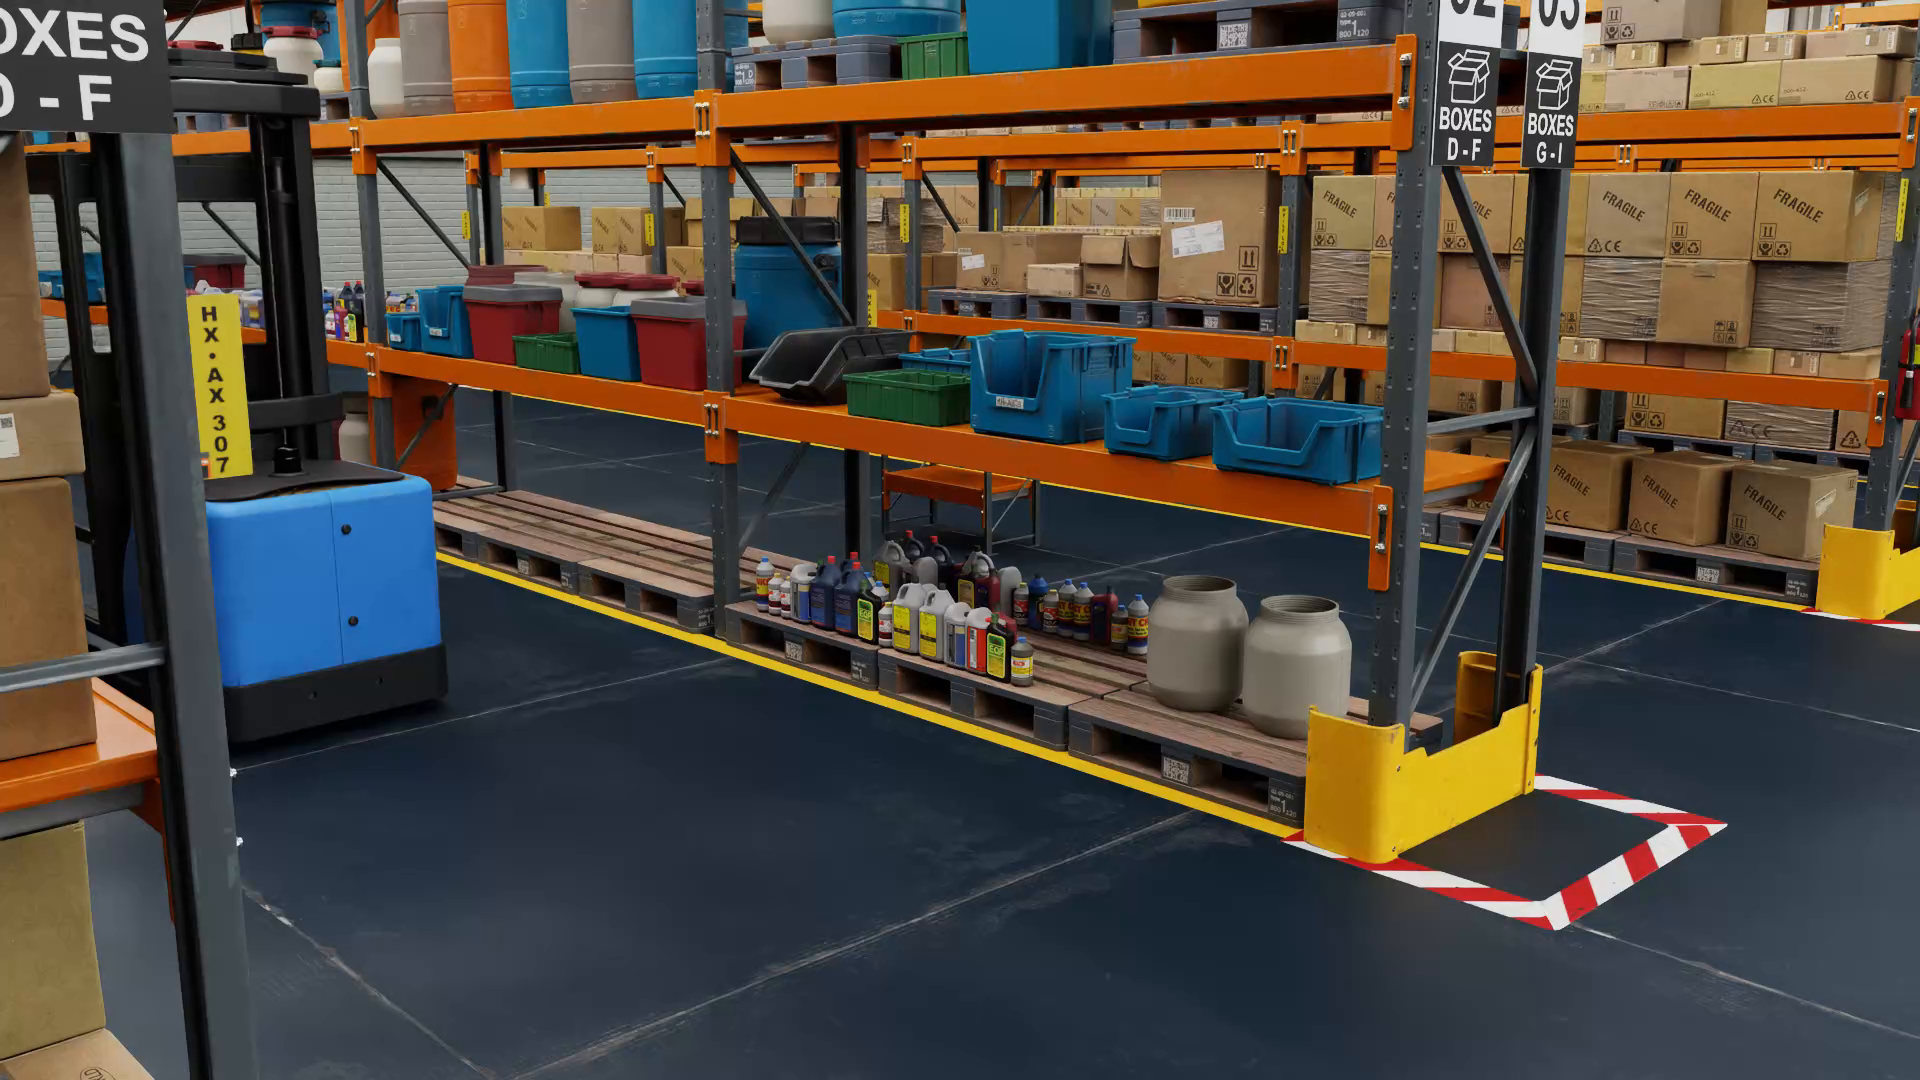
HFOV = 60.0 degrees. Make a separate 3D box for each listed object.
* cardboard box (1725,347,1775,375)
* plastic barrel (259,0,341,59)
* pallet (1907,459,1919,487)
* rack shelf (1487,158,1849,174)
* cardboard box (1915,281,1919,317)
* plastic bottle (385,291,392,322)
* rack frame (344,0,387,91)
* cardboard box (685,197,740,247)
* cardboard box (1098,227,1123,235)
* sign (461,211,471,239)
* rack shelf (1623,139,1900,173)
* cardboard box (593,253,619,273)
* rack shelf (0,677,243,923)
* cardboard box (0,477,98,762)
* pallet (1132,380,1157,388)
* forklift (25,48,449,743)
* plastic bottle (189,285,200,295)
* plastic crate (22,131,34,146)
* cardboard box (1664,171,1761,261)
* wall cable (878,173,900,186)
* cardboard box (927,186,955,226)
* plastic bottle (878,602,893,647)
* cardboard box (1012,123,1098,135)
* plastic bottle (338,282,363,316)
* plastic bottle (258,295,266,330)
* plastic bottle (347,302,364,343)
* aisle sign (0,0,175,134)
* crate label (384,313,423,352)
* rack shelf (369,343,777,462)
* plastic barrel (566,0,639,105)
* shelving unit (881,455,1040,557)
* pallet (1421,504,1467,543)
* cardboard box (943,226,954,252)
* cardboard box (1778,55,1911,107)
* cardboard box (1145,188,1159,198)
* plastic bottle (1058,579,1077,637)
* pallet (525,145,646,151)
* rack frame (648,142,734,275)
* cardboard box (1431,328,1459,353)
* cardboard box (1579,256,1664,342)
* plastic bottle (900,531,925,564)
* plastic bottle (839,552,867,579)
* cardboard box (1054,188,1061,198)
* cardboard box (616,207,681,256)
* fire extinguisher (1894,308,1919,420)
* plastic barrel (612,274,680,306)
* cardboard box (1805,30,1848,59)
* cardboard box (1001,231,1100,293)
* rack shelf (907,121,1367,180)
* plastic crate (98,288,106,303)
[{"bbox_3d":[4.711,-1.069,9.787,0.380,0.149,0.250,-11,16,-43],"label":"cardboard box"},{"bbox_3d":[-5.141,-3.867,13.029,0.600,0.901,0.708,-11,16,-43],"label":"plastic barrel"},{"bbox_3d":[8.488,-0.529,13.458,1.003,0.211,1.213,-11,16,-43],"label":"pallet"},{"bbox_3d":[8.463,-4.486,20.103,1.077,0.370,4.000,-11,16,-43],"label":"rack shelf"},{"bbox_3d":[8.116,-2.087,13.737,0.875,0.550,0.550,-11,16,-43],"label":"cardboard box"},{"bbox_3d":[-4.498,-1.816,13.083,0.061,0.283,0.133,-11,16,-43],"label":"plastic bottle"},{"bbox_3d":[-3.668,-4.529,11.092,1.000,3.000,0.127,-11,16,-43],"label":"rack frame"},{"bbox_3d":[-2.401,-3.313,17.322,0.637,0.503,0.797,11,16,44],"label":"cardboard box"},{"bbox_3d":[1.831,-3.566,19.393,0.380,0.149,0.250,-10,15,-41],"label":"cardboard box"},{"bbox_3d":[-6.016,-3.834,20.248,0.100,0.325,0.005,-11,16,-43],"label":"sign"},{"bbox_3d":[7.715,-3.198,13.850,1.077,0.370,4.000,-11,16,-43],"label":"rack shelf"},{"bbox_3d":[-3.702,-3.040,18.366,0.500,0.250,0.500,-10,15,-41],"label":"cardboard box"},{"bbox_3d":[-3.109,0.327,4.172,1.077,0.370,4.000,-11,16,-43],"label":"rack shelf"},{"bbox_3d":[-2.041,0.148,3.012,0.700,0.500,0.500,-11,16,-43],"label":"cardboard box"},{"bbox_3d":[2.195,-1.883,20.030,1.003,0.211,1.213,-11,16,-43],"label":"pallet"},{"bbox_3d":[-3.764,-0.796,8.010,3.031,2.935,1.130,11,16,43],"label":"forklift"},{"bbox_3d":[-6.393,-1.985,13.899,0.061,0.283,0.133,-11,16,-43],"label":"plastic bottle"},{"bbox_3d":[-9.128,-4.068,16.613,0.497,0.269,0.590,-11,16,-43],"label":"plastic crate"},{"bbox_3d":[4.531,-1.915,9.812,0.500,0.500,0.500,-11,16,-43],"label":"cardboard box"},{"bbox_3d":[-1.336,-6.346,32.261,0.588,1.984,0.122,-11,16,-43],"label":"wall cable"},{"bbox_3d":[-0.072,-4.331,21.535,0.500,0.500,0.500,11,16,43],"label":"cardboard box"},{"bbox_3d":[-0.339,0.396,7.899,0.097,0.201,0.097,0,12,0],"label":"plastic bottle"},{"bbox_3d":[0.771,-3.424,13.533,0.500,0.250,0.500,-10,16,-41],"label":"cardboard box"},{"bbox_3d":[-4.815,-1.860,13.127,0.144,0.351,0.185,-11,16,-43],"label":"plastic bottle"},{"bbox_3d":[-5.344,-1.808,12.876,0.144,0.351,0.185,-11,16,-43],"label":"plastic bottle"},{"bbox_3d":[-4.256,-1.533,11.707,0.061,0.283,0.133,-11,16,-43],"label":"plastic bottle"},{"bbox_3d":[-1.461,-1.039,2.581,0.394,0.787,0.004,-11,16,-43],"label":"aisle sign"},{"bbox_3d":[-3.648,-1.395,11.162,0.303,0.233,0.416,-11,16,-43],"label":"crate label"},{"bbox_3d":[-2.286,-0.946,10.353,1.077,0.370,4.000,-11,16,-43],"label":"rack shelf"},{"bbox_3d":[-1.865,-2.861,9.187,0.600,0.901,0.600,0,12,0],"label":"plastic barrel"},{"bbox_3d":[-0.005,-0.552,11.303,0.538,1.125,1.048,-11,16,-43],"label":"shelving unit"},{"bbox_3d":[3.166,-0.238,12.043,1.003,0.211,1.213,-11,16,-43],"label":"pallet"},{"bbox_3d":[-0.087,-3.843,21.644,0.500,0.500,0.500,11,16,44],"label":"cardboard box"},{"bbox_3d":[4.923,-2.544,9.262,0.500,0.250,0.500,-10,16,-41],"label":"cardboard box"},{"bbox_3d":[3.040,-5.298,25.358,0.380,0.149,0.250,-11,16,-44],"label":"cardboard box"},{"bbox_3d":[0.525,0.325,8.070,0.097,0.271,0.097,0,12,0],"label":"plastic bottle"},{"bbox_3d":[-4.243,-4.589,19.037,1.003,0.211,1.213,-11,16,-43],"label":"pallet"},{"bbox_3d":[-2.848,-2.864,17.881,1.000,3.000,0.127,-11,16,-43],"label":"rack frame"},{"bbox_3d":[3.286,-1.352,11.163,0.380,0.149,0.250,-11,16,-43],"label":"cardboard box"},{"bbox_3d":[4.333,-1.527,10.405,0.875,0.500,0.500,-11,16,-43],"label":"cardboard box"},{"bbox_3d":[-0.252,0.129,8.825,0.185,0.351,0.144,11,16,44],"label":"plastic bottle"},{"bbox_3d":[-0.544,0.231,8.331,0.144,0.351,0.185,-11,16,-43],"label":"plastic bottle"},{"bbox_3d":[1.602,-5.595,26.802,0.380,0.149,0.250,-10,16,-41],"label":"cardboard box"},{"bbox_3d":[-3.359,-3.334,17.935,0.500,0.500,0.500,-10,15,-41],"label":"cardboard box"},{"bbox_3d":[5.185,-0.994,8.995,0.296,0.674,0.183,-11,16,-43],"label":"fire extinguisher"},{"bbox_3d":[-1.914,-1.350,10.196,0.433,0.535,0.433,0,12,0],"label":"plastic barrel"},{"bbox_3d":[4.927,-2.755,9.302,0.250,0.149,0.380,11,16,43],"label":"cardboard box"},{"bbox_3d":[0.774,-2.394,14.311,0.700,0.500,0.500,-8,14,-34],"label":"cardboard box"},{"bbox_3d":[1.296,-3.105,13.400,1.077,0.370,4.000,-11,16,-43],"label":"rack shelf"},{"bbox_3d":[-7.850,-2.287,15.581,0.293,0.136,0.466,-11,16,-43],"label":"plastic crate"}]
